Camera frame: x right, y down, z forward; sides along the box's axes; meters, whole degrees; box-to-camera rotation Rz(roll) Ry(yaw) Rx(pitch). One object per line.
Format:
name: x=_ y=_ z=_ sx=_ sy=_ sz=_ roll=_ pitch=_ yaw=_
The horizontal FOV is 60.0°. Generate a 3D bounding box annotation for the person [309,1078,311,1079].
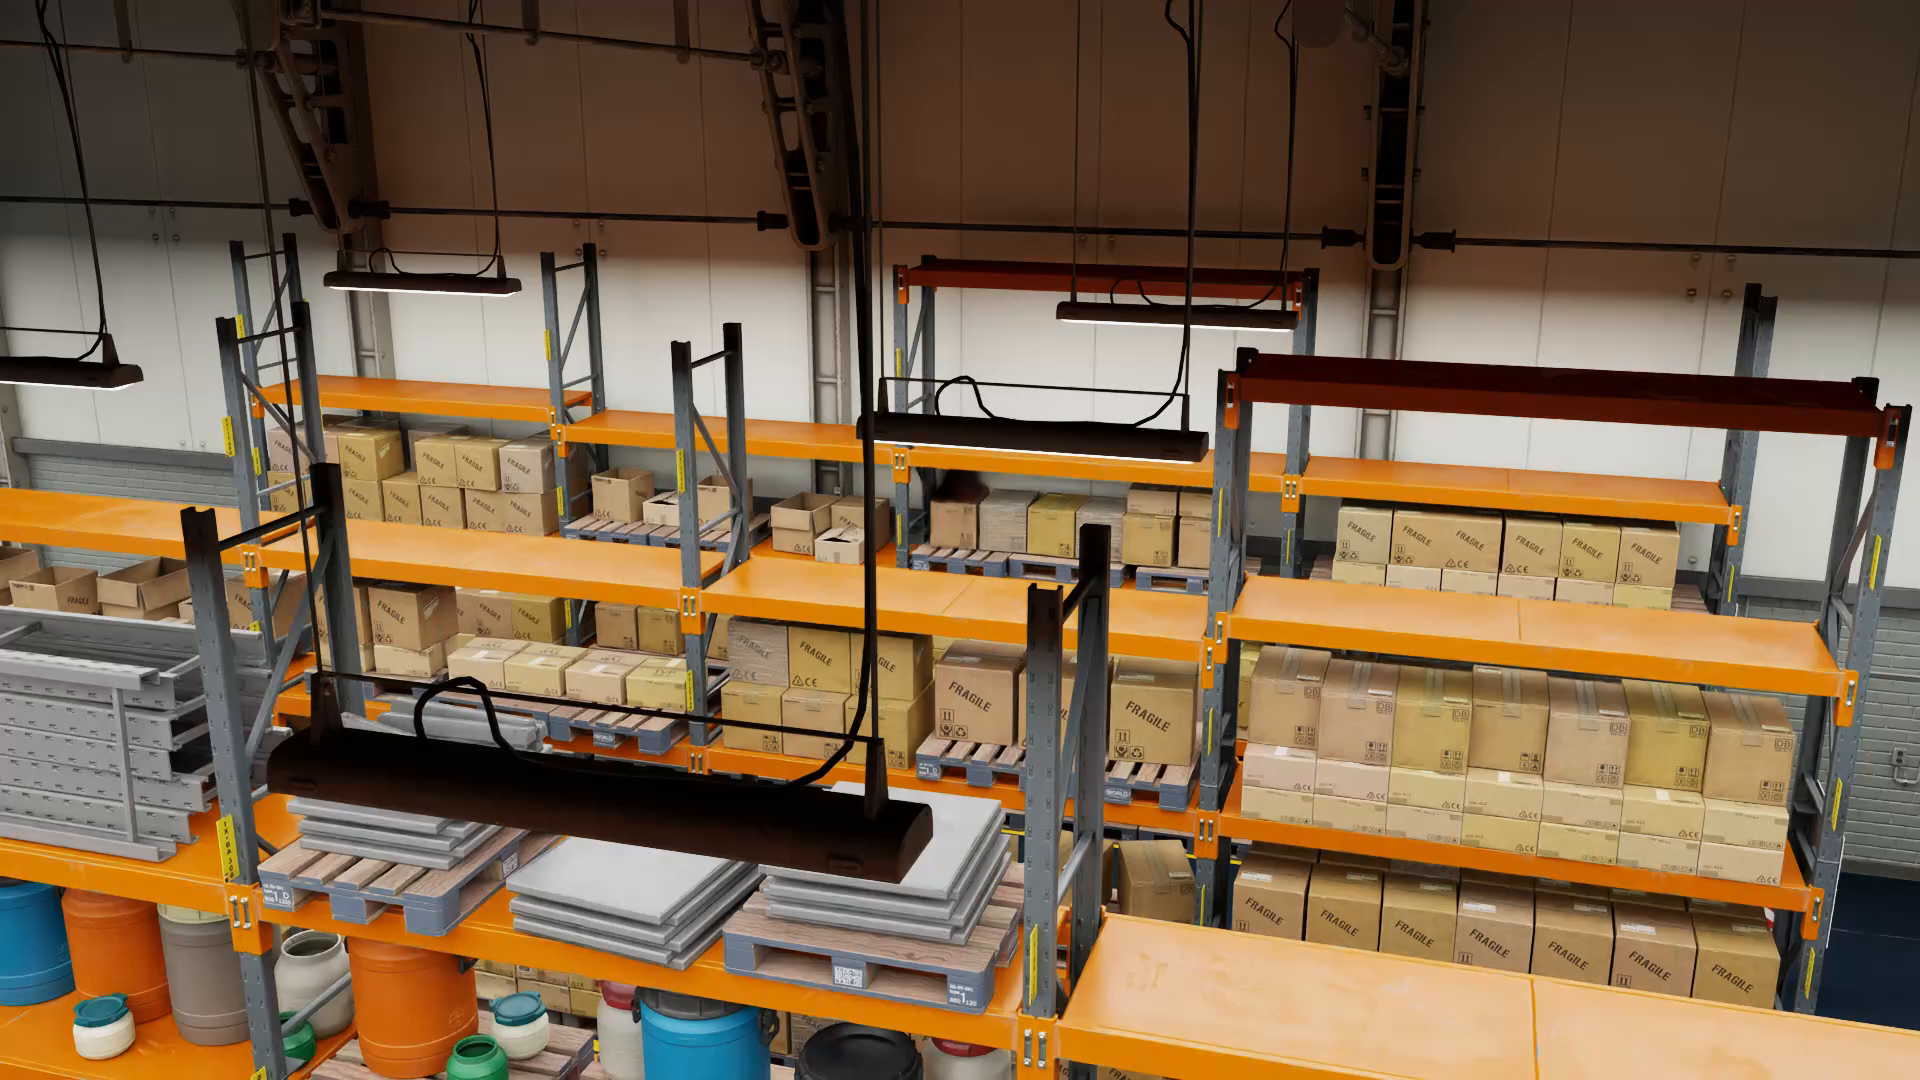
person: x=-4.684 y=4.043 z=11.539 sx=0.587 sy=1.759 sz=0.483 roll=-1 pitch=16 yaw=-5
